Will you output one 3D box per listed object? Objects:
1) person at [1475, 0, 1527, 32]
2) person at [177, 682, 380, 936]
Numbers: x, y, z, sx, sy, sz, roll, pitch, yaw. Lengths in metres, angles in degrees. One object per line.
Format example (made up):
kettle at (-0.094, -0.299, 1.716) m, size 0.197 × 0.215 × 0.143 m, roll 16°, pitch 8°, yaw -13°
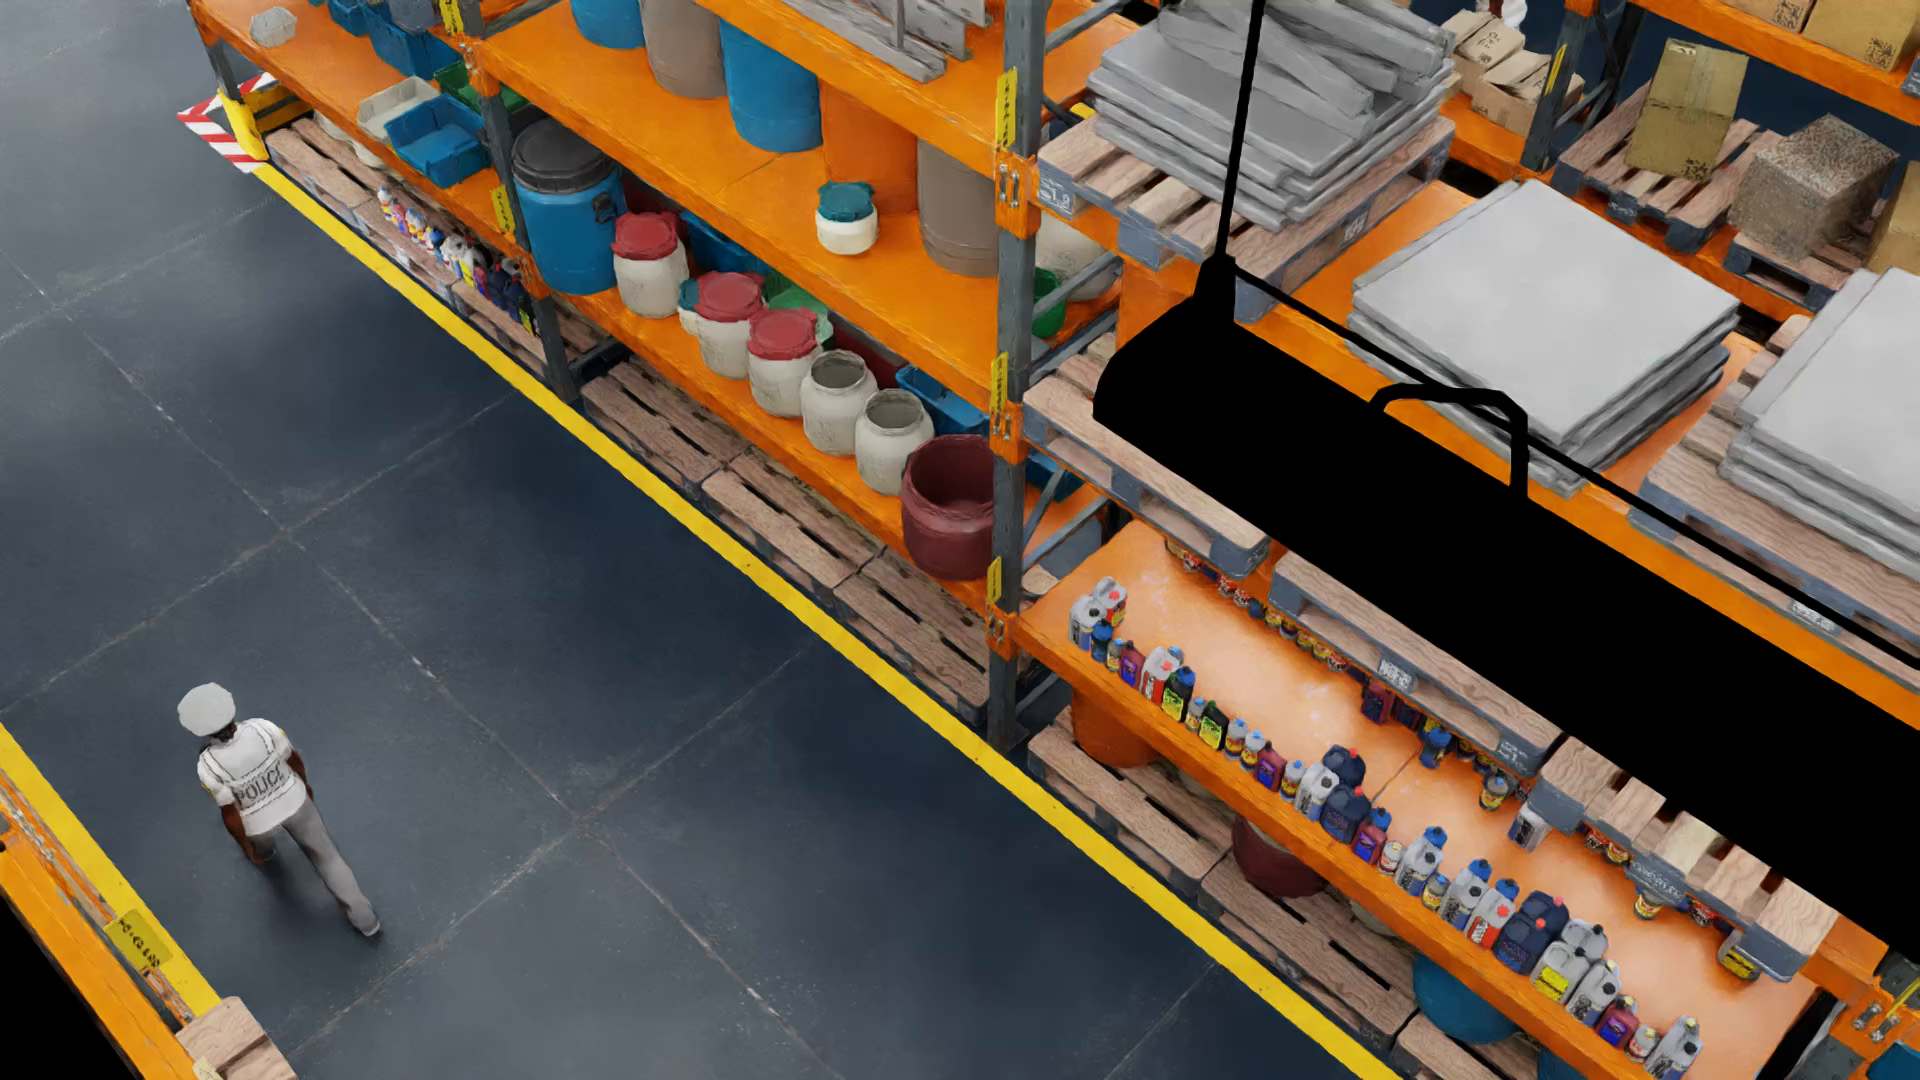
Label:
person at (4.051, -4.004, 12.630) m, size 0.577 × 1.691 × 1.121 m, roll -36°, pitch 59°, yaw -26°
person at (-3.437, 1.289, 8.253) m, size 0.456 × 1.589 × 1.088 m, roll -36°, pitch 59°, yaw -26°
